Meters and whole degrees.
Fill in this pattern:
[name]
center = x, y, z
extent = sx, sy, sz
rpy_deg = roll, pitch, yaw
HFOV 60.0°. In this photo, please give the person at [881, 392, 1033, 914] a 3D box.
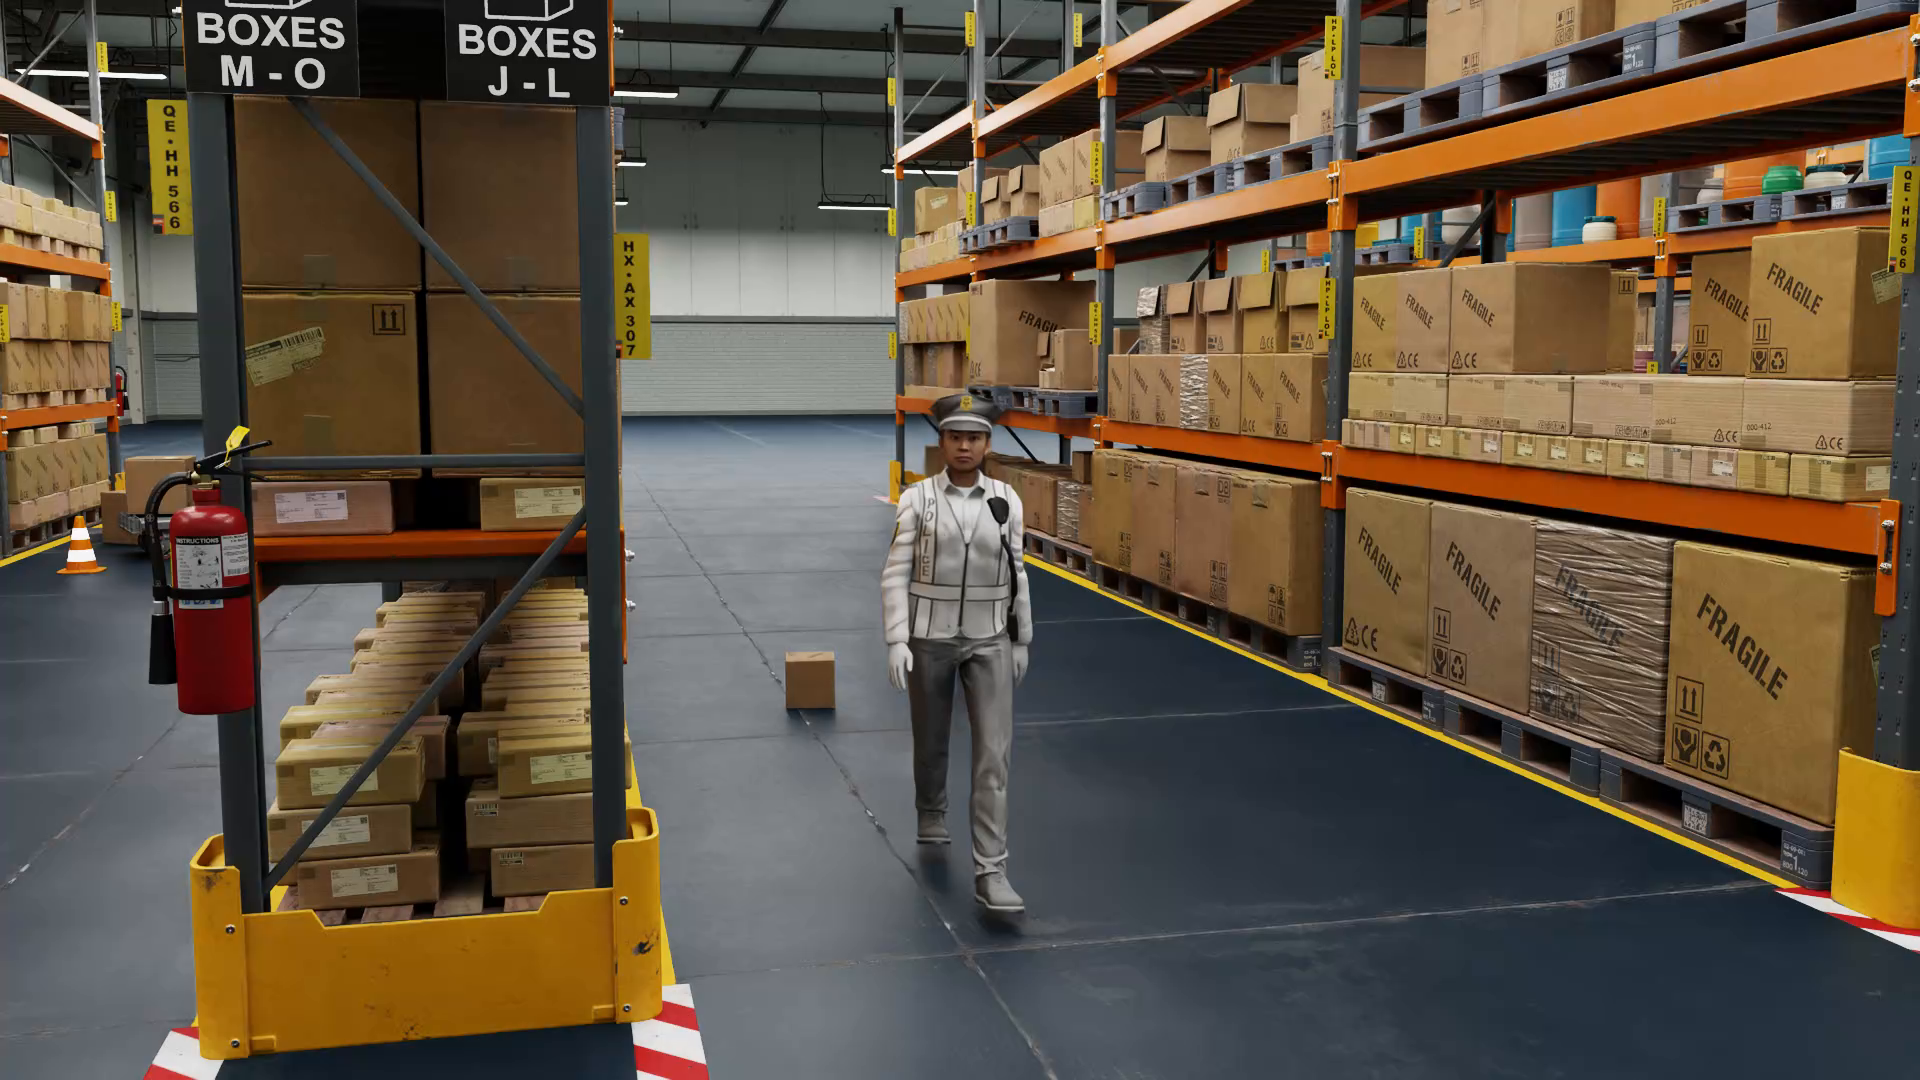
[person]
center = -0.002, 0.329, 5.526
extent = 0.521, 1.632, 1.012
rpy_deg = 0, 6, -3
